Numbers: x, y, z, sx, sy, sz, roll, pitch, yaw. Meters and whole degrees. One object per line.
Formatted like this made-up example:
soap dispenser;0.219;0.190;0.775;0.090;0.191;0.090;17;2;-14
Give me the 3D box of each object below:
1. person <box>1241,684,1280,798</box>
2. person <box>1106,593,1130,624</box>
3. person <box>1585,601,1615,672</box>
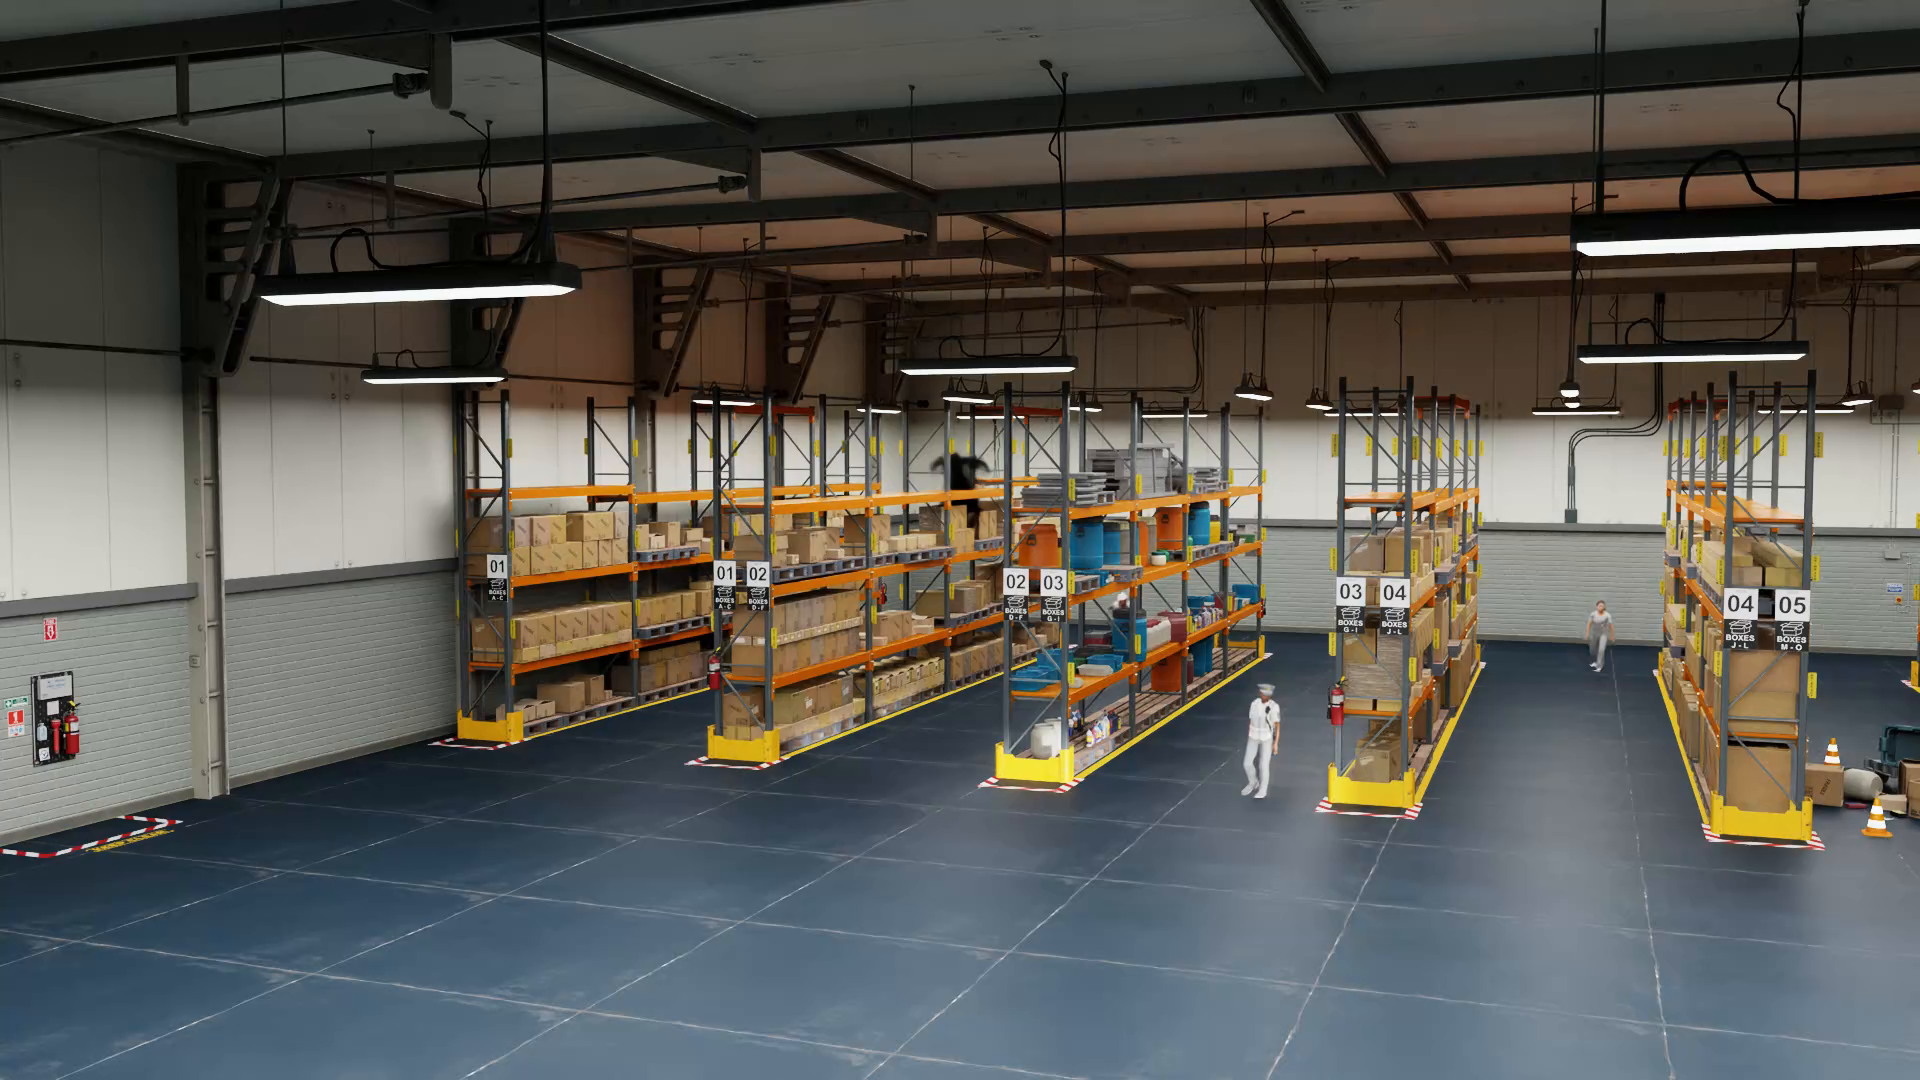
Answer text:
person;4.272;2.854;23.671;0.580;1.641;0.408;2;4;28
person;3.819;2.031;39.576;0.678;1.594;0.806;0;3;6
person;14.440;2.147;37.420;0.625;1.606;0.769;2;4;31
